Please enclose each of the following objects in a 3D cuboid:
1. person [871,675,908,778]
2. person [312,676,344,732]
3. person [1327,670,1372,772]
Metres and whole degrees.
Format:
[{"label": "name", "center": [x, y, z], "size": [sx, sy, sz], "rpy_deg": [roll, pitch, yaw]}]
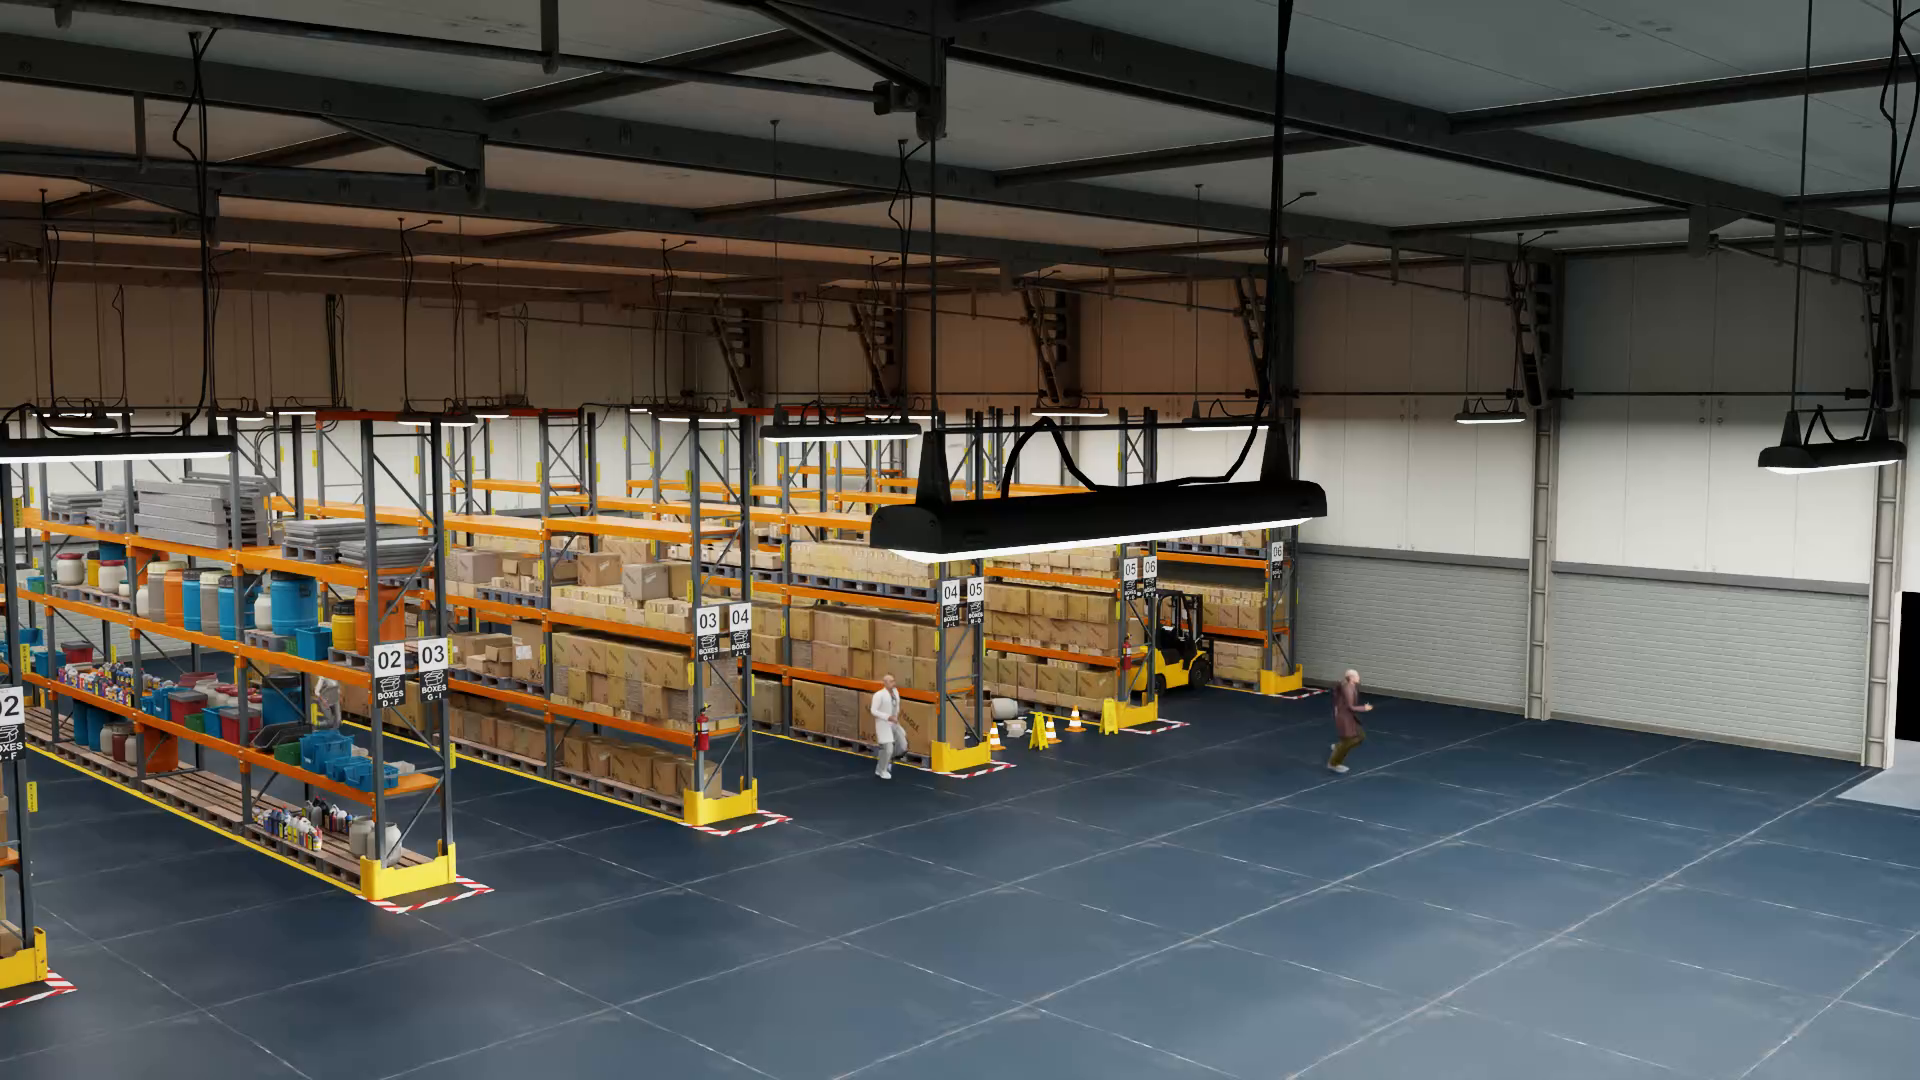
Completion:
[{"label": "person", "center": [-1.143, 3.109, 27.285], "size": [0.632, 1.638, 0.719], "rpy_deg": [5, 7, 43]}, {"label": "person", "center": [-11.312, 2.931, 29.762], "size": [0.555, 1.554, 0.522], "rpy_deg": [3, 6, 32]}, {"label": "person", "center": [6.507, 3.008, 27.747], "size": [0.723, 1.728, 0.761], "rpy_deg": [1, 5, 12]}]
